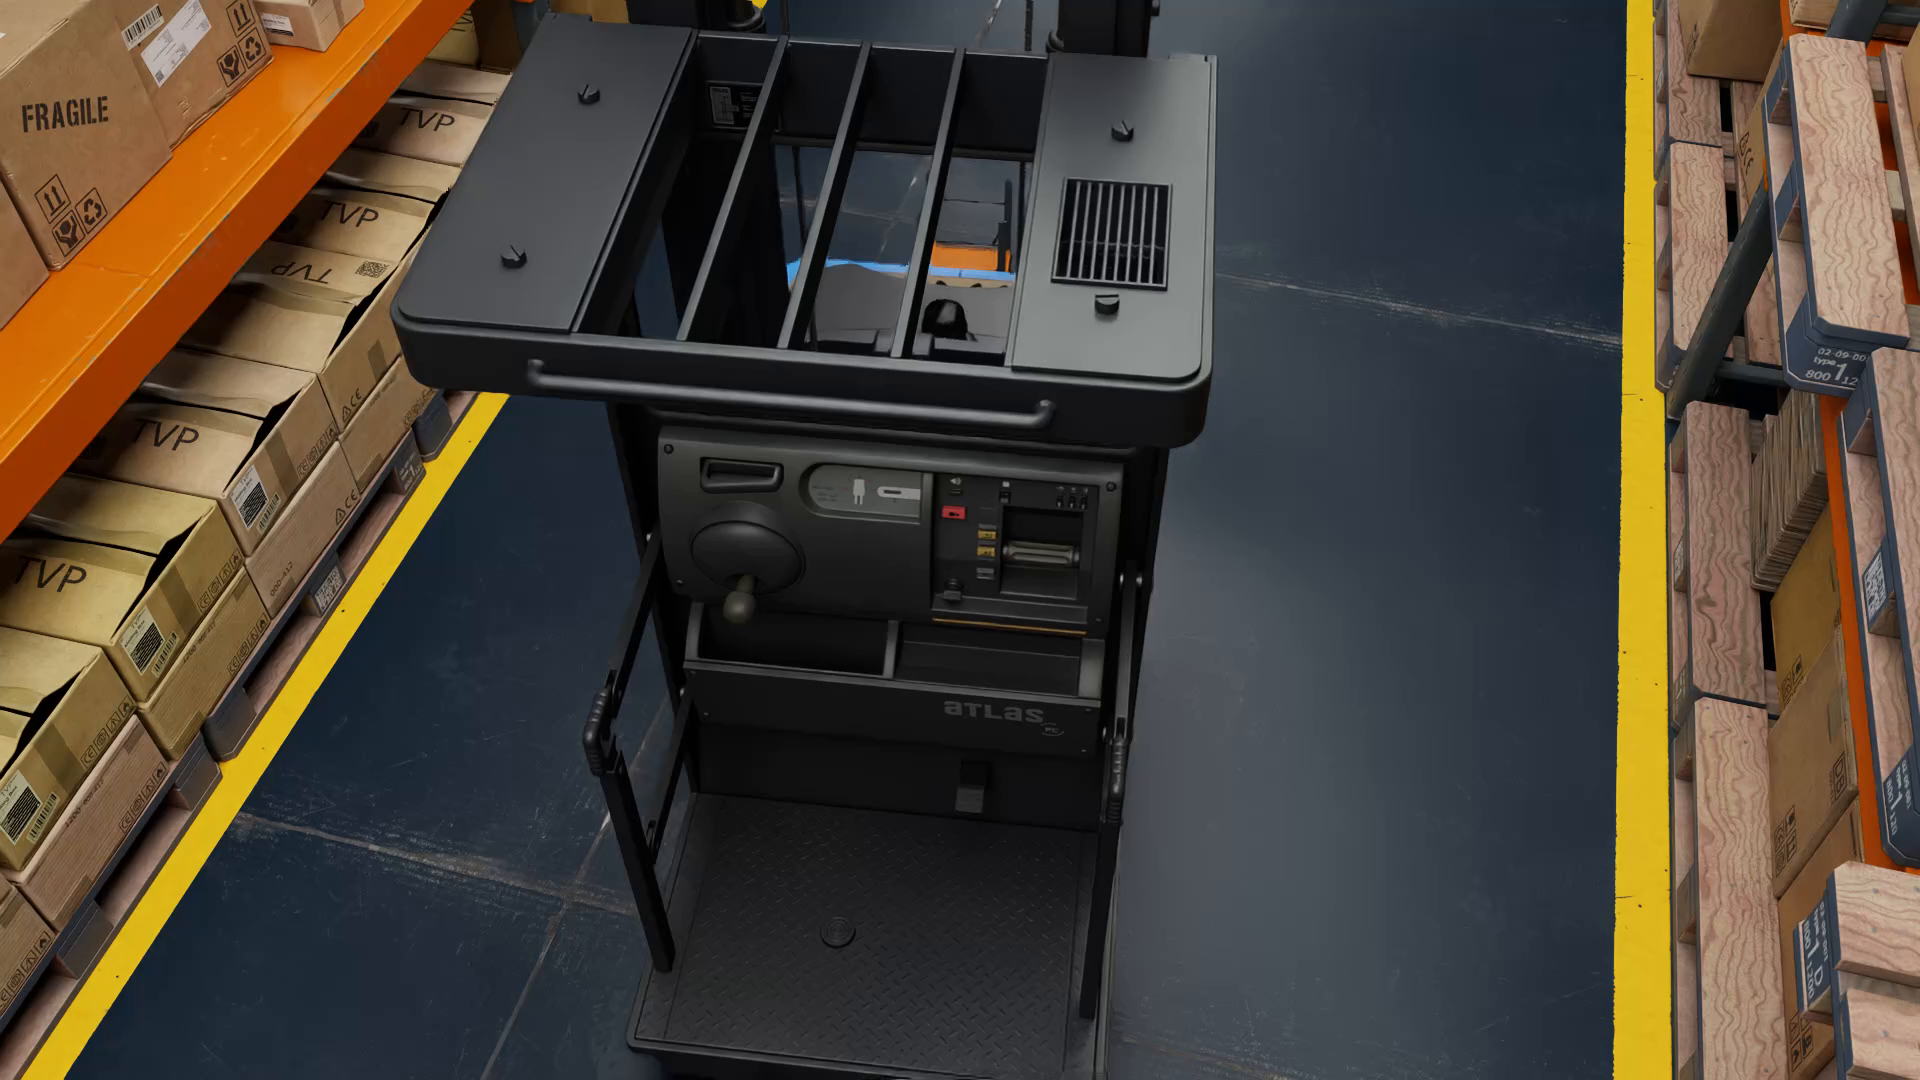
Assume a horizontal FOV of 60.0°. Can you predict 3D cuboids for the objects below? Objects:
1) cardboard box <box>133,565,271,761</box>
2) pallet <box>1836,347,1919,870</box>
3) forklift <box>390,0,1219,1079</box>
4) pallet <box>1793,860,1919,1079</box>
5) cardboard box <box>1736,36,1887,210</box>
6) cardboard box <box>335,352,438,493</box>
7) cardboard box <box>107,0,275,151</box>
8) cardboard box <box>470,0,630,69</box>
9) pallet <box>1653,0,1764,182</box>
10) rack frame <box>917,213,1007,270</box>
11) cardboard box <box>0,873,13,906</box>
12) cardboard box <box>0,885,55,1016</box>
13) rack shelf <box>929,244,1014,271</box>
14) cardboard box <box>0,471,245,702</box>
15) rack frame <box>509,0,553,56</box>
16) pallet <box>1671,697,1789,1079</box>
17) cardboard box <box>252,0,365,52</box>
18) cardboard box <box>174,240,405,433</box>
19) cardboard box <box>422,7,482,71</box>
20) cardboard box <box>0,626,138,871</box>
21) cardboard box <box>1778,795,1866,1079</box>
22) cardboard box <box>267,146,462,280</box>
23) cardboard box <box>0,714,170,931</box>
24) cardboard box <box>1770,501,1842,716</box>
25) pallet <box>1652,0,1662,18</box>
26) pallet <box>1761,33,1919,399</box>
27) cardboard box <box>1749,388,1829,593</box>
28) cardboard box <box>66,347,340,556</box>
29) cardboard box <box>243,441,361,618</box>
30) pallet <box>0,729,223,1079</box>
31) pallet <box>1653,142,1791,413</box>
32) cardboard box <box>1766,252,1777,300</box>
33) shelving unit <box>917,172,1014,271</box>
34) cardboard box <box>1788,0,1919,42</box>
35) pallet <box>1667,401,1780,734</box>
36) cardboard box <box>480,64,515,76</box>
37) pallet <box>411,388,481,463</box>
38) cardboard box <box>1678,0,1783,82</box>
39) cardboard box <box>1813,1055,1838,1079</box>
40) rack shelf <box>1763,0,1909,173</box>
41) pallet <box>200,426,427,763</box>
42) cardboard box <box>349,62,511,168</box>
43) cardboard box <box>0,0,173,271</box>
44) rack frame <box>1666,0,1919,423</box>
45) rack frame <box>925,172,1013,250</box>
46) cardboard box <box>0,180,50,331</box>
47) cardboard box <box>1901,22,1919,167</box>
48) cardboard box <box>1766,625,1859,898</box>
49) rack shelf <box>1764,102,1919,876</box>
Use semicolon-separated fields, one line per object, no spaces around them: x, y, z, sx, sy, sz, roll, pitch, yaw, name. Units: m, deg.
-2.271;0.286;4.550;0.500;0.250;0.500;10;49;9;cardboard box
2.307;0.176;3.222;1.003;0.211;1.213;12;50;10;pallet
-0.168;0.103;3.204;1.130;2.935;3.031;5;49;4;forklift
1.910;1.079;2.425;1.213;0.211;1.003;12;50;10;pallet
3.113;-1.418;5.875;0.500;0.500;0.500;8;49;7;cardboard box
-2.000;-0.452;5.202;0.500;0.250;0.500;13;50;11;cardboard box
-2.258;-1.416;4.432;0.500;0.500;0.500;15;50;13;cardboard box
-1.478;-2.067;6.127;0.500;0.500;0.500;12;50;10;cardboard box
3.340;-1.796;6.695;1.003;0.211;1.213;12;50;10;pallet
0.004;-0.459;4.855;0.240;1.200;0.006;5;49;4;rack frame
-2.533;0.842;3.686;0.500;0.311;0.500;13;50;11;cardboard box
-2.533;1.027;3.896;0.500;0.250;0.500;11;50;10;cardboard box
0.015;-0.736;4.678;0.258;0.103;0.180;5;49;4;rack shelf
-2.267;0.092;4.348;0.500;0.311;0.500;10;49;9;cardboard box
-1.902;-2.316;5.293;1.000;3.000;0.127;12;50;10;rack frame
2.356;1.030;4.200;1.003;0.211;1.213;12;50;10;pallet
-1.956;-1.599;4.750;0.396;0.266;0.258;10;49;9;cardboard box
-1.996;-0.643;4.997;0.500;0.311;0.500;11;50;10;cardboard box
-1.991;-1.924;6.501;0.500;0.250;0.500;12;50;10;cardboard box
-2.403;0.460;4.023;0.500;0.311;0.500;10;49;9;cardboard box
2.316;0.988;3.751;0.700;0.500;0.500;11;50;10;cardboard box
-1.863;-1.004;5.315;0.500;0.311;0.500;13;50;11;cardboard box
-2.402;0.664;4.217;0.500;0.250;0.500;10;49;9;cardboard box
2.613;0.260;4.394;0.700;0.500;0.500;11;49;9;cardboard box
3.663;-2.676;7.471;1.003;0.211;1.213;12;50;10;pallet
2.537;-0.754;4.042;1.003;0.211;1.213;12;50;10;pallet
2.701;-0.124;4.732;0.700;0.500;0.500;13;50;11;cardboard box
-2.132;-0.280;4.676;0.500;0.311;0.500;11;49;10;cardboard box
-2.136;-0.084;4.878;0.500;0.250;0.500;12;50;11;cardboard box
-2.700;0.912;4.304;1.003;0.211;1.213;12;50;10;pallet
3.021;-0.911;5.913;1.003;0.211;1.213;12;50;10;pallet
2.990;-0.942;5.677;0.380;0.166;0.250;6;49;5;cardboard box
0.015;-0.527;4.915;0.258;1.200;0.189;5;49;4;shelving unit
2.710;-1.700;4.837;0.500;0.250;0.500;12;50;10;cardboard box
2.675;0.145;4.981;1.003;0.211;1.213;12;50;10;pallet
-1.487;-1.821;6.410;0.500;0.250;0.500;12;50;10;cardboard box
-2.058;-0.853;5.862;1.003;0.211;1.213;12;50;10;pallet
3.271;-2.137;6.509;0.700;0.500;0.500;9;49;8;cardboard box
2.212;1.353;3.429;0.700;0.500;0.500;11;50;10;cardboard box
3.405;-2.550;5.979;1.077;0.370;4.000;12;50;10;rack shelf
-2.377;0.033;5.080;1.003;0.211;1.213;12;50;10;pallet
-1.732;-1.381;5.648;0.500;0.311;0.500;12;50;10;cardboard box
-2.390;-1.053;4.112;0.500;0.500;0.500;12;50;10;cardboard box
2.878;-1.341;4.433;1.000;3.000;0.127;12;50;10;rack frame
0.025;-0.595;4.975;0.240;1.200;0.006;5;49;4;rack frame
-2.529;-0.673;3.776;0.500;0.500;0.500;9;49;8;cardboard box
2.711;-1.158;3.912;0.700;0.500;0.500;12;50;10;cardboard box
2.440;0.621;4.075;0.700;0.500;0.500;12;50;10;cardboard box
2.352;0.344;3.426;1.077;0.370;4.000;12;50;10;rack shelf
